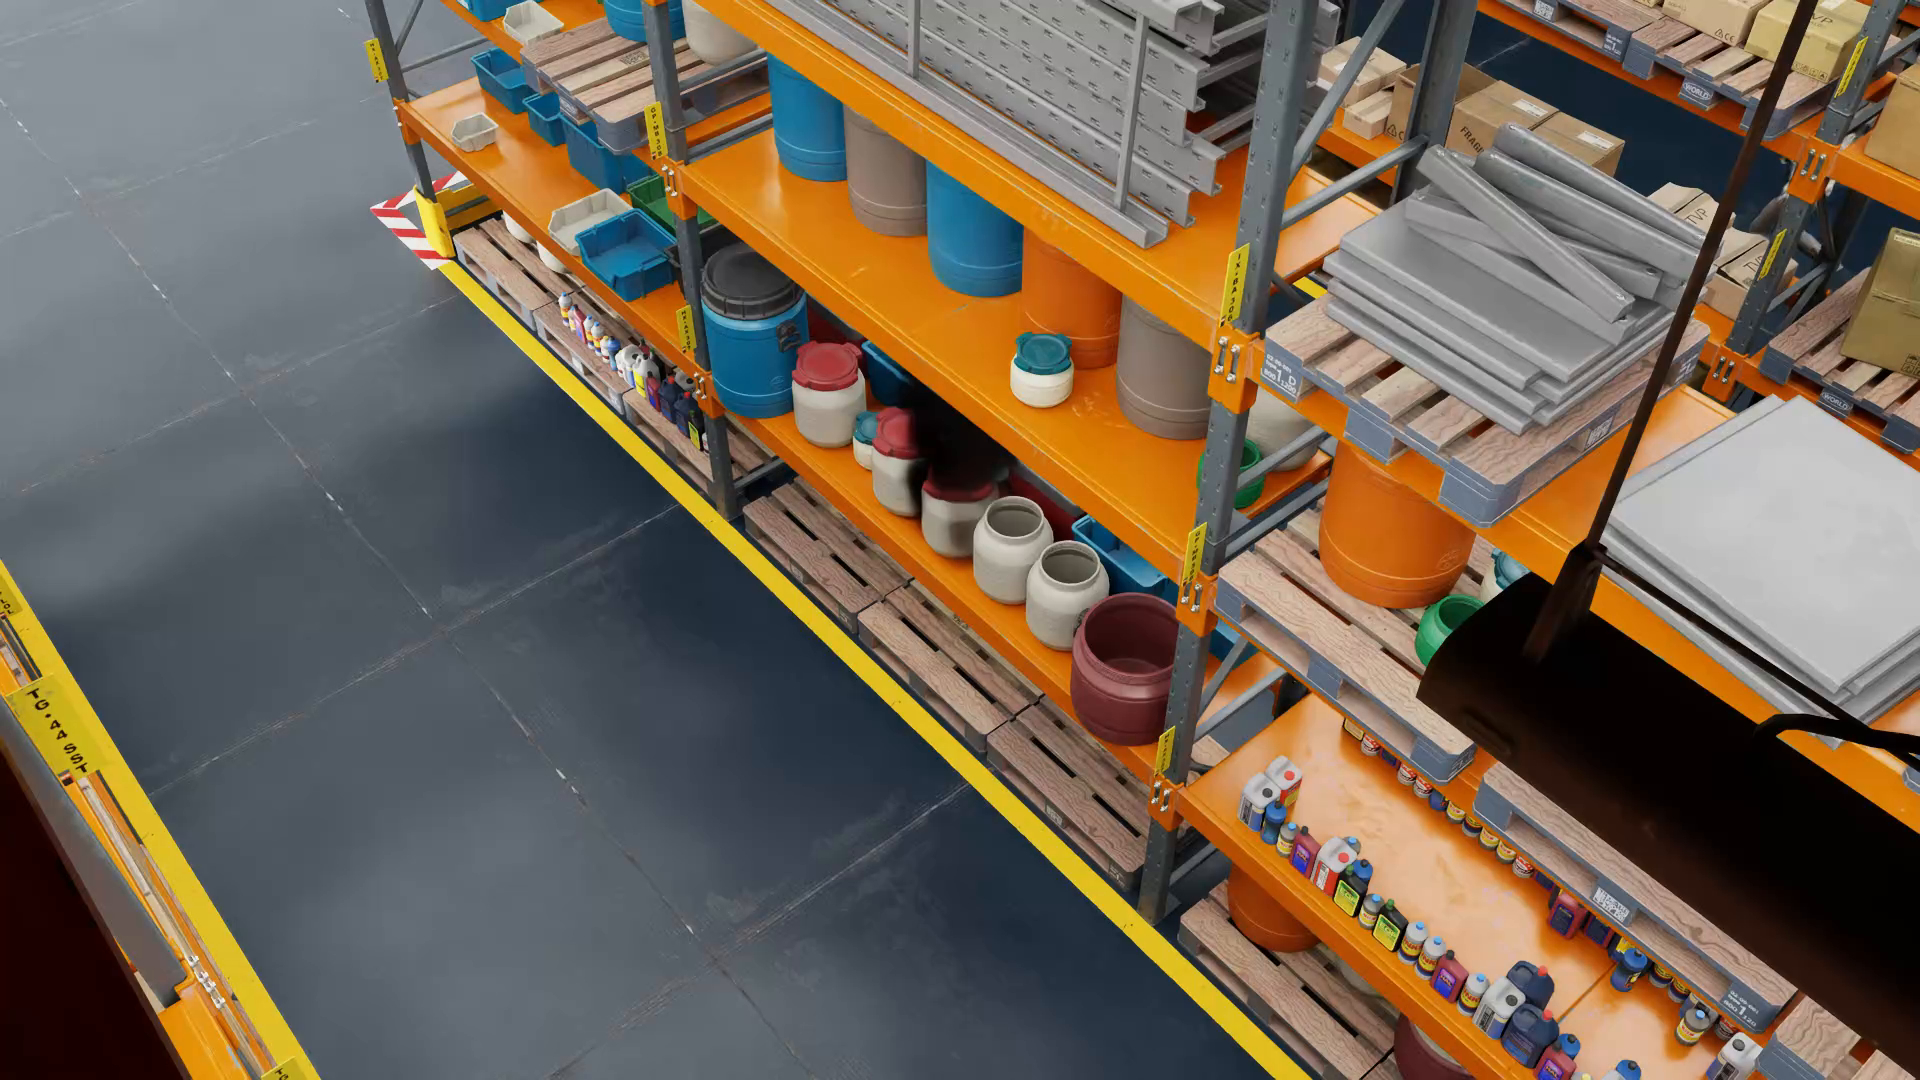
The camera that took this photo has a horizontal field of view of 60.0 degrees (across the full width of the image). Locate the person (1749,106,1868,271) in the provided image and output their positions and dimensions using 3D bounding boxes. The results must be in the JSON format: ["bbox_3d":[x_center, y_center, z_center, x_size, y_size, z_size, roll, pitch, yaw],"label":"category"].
[{"bbox_3d":[6.235,-2.524,12.244,0.632,1.670,0.842,-36,56,-29],"label":"person"}]
